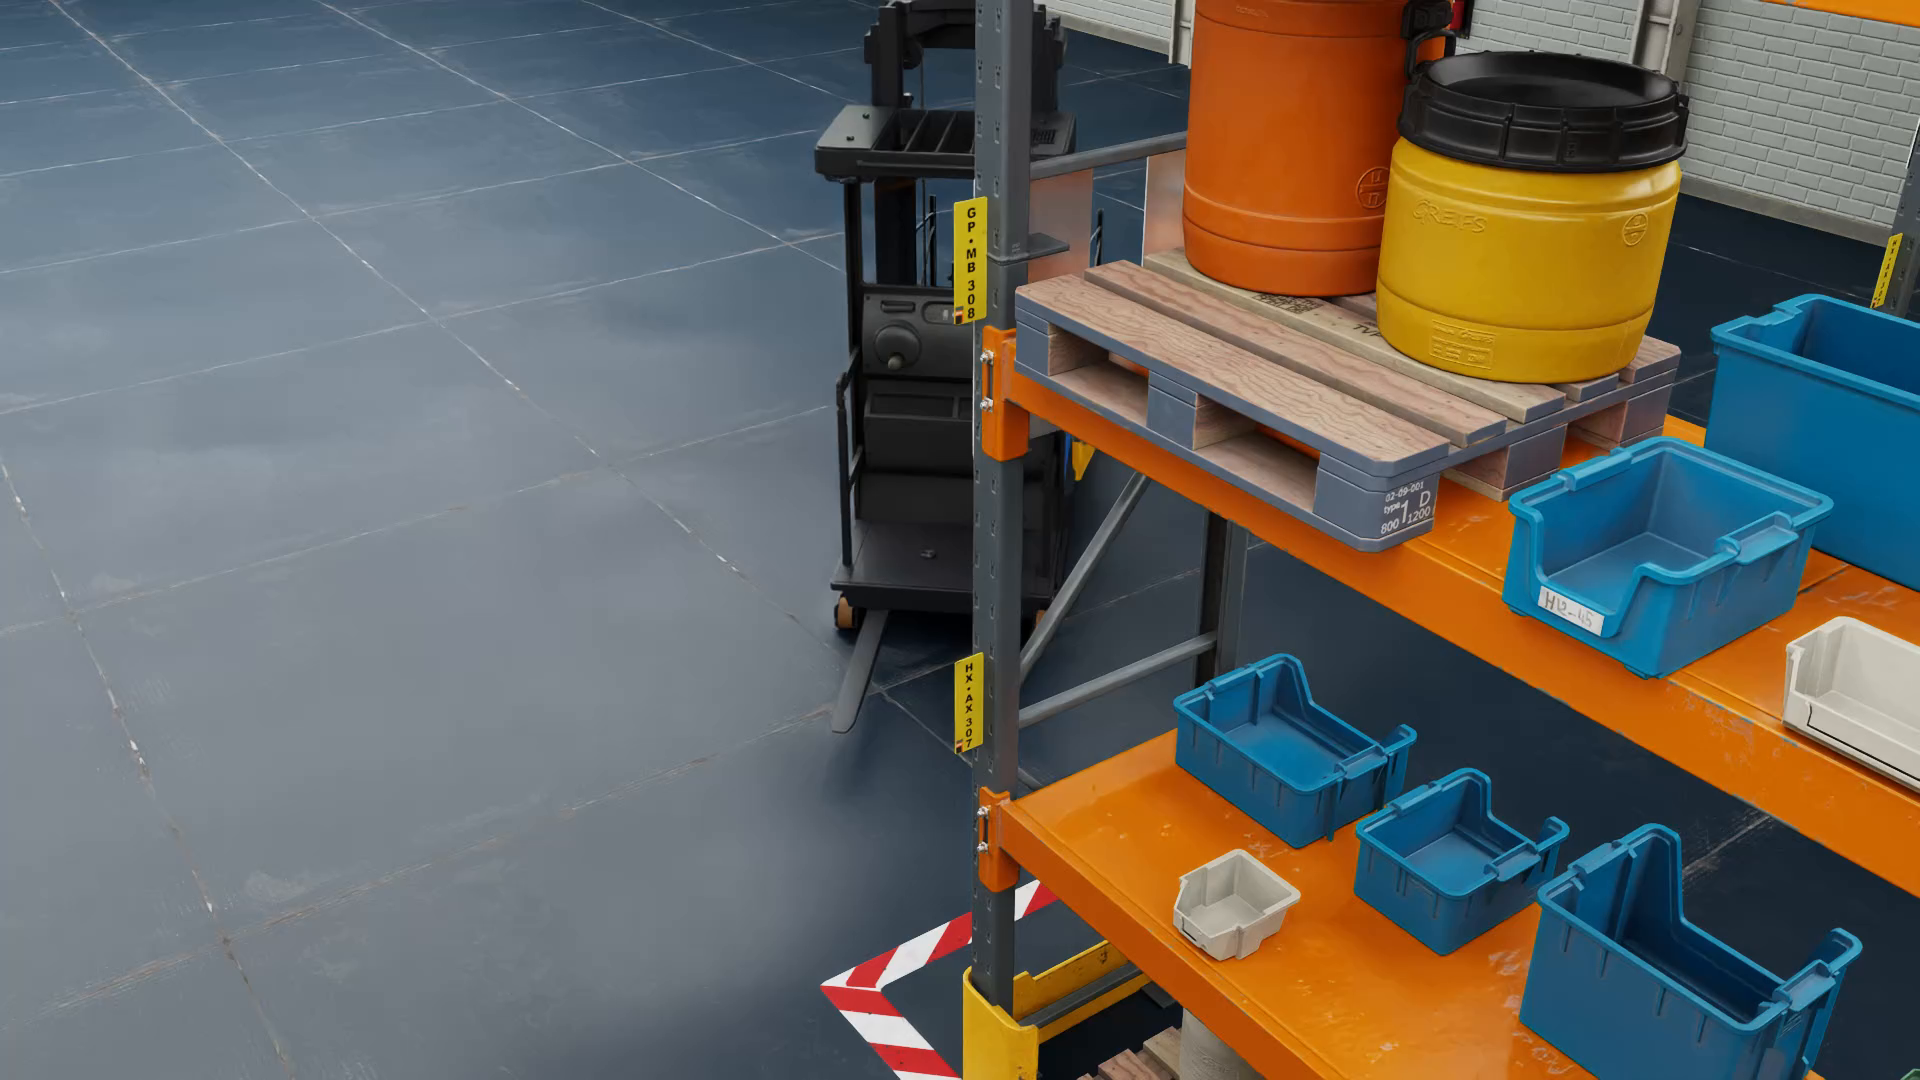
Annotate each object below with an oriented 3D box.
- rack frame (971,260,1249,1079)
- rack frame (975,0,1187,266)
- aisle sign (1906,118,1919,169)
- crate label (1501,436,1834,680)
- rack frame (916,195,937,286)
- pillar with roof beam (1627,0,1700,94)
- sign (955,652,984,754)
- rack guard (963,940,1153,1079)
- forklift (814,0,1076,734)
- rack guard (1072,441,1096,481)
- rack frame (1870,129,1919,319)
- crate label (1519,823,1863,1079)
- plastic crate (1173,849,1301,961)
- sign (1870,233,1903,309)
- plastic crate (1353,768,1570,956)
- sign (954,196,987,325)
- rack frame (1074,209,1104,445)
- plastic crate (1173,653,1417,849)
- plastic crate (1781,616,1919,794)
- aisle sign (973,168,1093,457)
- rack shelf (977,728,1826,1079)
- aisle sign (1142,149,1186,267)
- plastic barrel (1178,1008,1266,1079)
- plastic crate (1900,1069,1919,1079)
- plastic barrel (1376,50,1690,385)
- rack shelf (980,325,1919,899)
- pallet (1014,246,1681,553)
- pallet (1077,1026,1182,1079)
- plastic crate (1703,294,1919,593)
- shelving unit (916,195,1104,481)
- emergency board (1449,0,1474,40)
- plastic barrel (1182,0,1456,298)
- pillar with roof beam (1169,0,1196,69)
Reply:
[{"bbox_3d":[0.478,0.456,5.267,1.000,3.000,0.127,-19,34,-31],"label":"rack frame"},{"bbox_3d":[0.478,-2.180,3.835,1.000,3.000,0.127,-19,34,-31],"label":"rack frame"},{"bbox_3d":[4.227,-1.997,7.060,0.394,0.787,0.004,-19,34,-31],"label":"aisle sign"},{"bbox_3d":[1.294,0.022,3.078,0.502,0.251,0.408,-19,34,-31],"label":"crate label"},{"bbox_3d":[-0.224,-1.279,10.033,0.032,1.500,0.500,8,29,14],"label":"rack frame"},{"bbox_3d":[2.671,-6.031,10.926,9.100,9.000,0.400,-19,34,-31],"label":"pillar with roof beam"},{"bbox_3d":[0.027,0.485,4.924,0.100,0.325,0.005,-19,34,-31],"label":"sign"},{"bbox_3d":[0.560,1.571,5.833,1.175,0.500,0.348,-19,34,-31],"label":"rack guard"},{"bbox_3d":[-0.039,-0.954,7.936,1.130,2.935,3.031,3,29,6],"label":"forklift"},{"bbox_3d":[0.753,-0.597,10.088,0.087,0.250,0.587,8,29,14],"label":"rack guard"},{"bbox_3d":[4.515,-0.914,7.789,1.000,3.000,0.127,-19,34,-31],"label":"rack frame"},{"bbox_3d":[1.766,1.081,4.079,0.502,0.435,0.616,-19,34,-31],"label":"crate label"},{"bbox_3d":[0.735,1.009,4.525,0.298,0.136,0.250,-19,34,-31],"label":"plastic crate"},{"bbox_3d":[4.059,-1.178,7.285,0.100,0.325,0.005,-19,34,-31],"label":"sign"},{"bbox_3d":[1.384,0.887,4.629,0.499,0.251,0.408,-19,34,-31],"label":"plastic crate"},{"bbox_3d":[0.027,-0.715,4.272,0.100,0.325,0.005,-19,34,-31],"label":"sign"},{"bbox_3d":[0.754,-1.147,9.790,0.032,1.500,0.500,8,29,14],"label":"rack frame"},{"bbox_3d":[1.012,0.633,5.097,0.499,0.251,0.616,-19,34,-31],"label":"plastic crate"},{"bbox_3d":[1.538,0.297,2.694,0.243,0.136,0.396,-19,34,-31],"label":"plastic crate"},{"bbox_3d":[0.197,-0.633,4.549,0.394,0.787,0.004,-19,34,-31],"label":"aisle sign"},{"bbox_3d":[1.638,1.550,4.007,1.077,0.370,4.000,-19,34,-31],"label":"rack shelf"},{"bbox_3d":[0.678,-0.796,4.850,0.394,0.787,0.004,-19,34,-31],"label":"aisle sign"},{"bbox_3d":[0.922,1.600,5.328,0.421,0.512,0.421,0,29,0],"label":"plastic barrel"},{"bbox_3d":[2.240,1.498,3.570,0.450,0.188,0.662,-19,34,-31],"label":"plastic crate"},{"bbox_3d":[1.242,-0.721,3.655,0.600,0.588,0.600,0,29,0],"label":"plastic barrel"},{"bbox_3d":[1.638,0.232,3.291,1.077,0.370,4.000,-19,34,-31],"label":"rack shelf"},{"bbox_3d":[0.878,-0.430,3.954,1.003,0.211,1.213,-19,34,-31],"label":"pallet"},{"bbox_3d":[1.027,2.015,5.318,1.003,0.211,1.213,-19,34,-31],"label":"pallet"},{"bbox_3d":[1.829,-0.197,3.343,0.392,0.384,0.575,-19,34,-31],"label":"plastic crate"},{"bbox_3d":[0.274,-1.211,9.909,1.083,1.500,0.587,8,29,14],"label":"shelving unit"},{"bbox_3d":[4.776,-5.558,16.340,0.194,1.169,0.643,-19,34,-31],"label":"emergency board"},{"bbox_3d":[0.863,-1.082,4.065,0.600,0.830,0.708,-19,34,-31],"label":"plastic barrel"},{"bbox_3d":[-0.809,-8.363,15.221,9.100,9.000,0.400,-19,34,-31],"label":"pillar with roof beam"}]
